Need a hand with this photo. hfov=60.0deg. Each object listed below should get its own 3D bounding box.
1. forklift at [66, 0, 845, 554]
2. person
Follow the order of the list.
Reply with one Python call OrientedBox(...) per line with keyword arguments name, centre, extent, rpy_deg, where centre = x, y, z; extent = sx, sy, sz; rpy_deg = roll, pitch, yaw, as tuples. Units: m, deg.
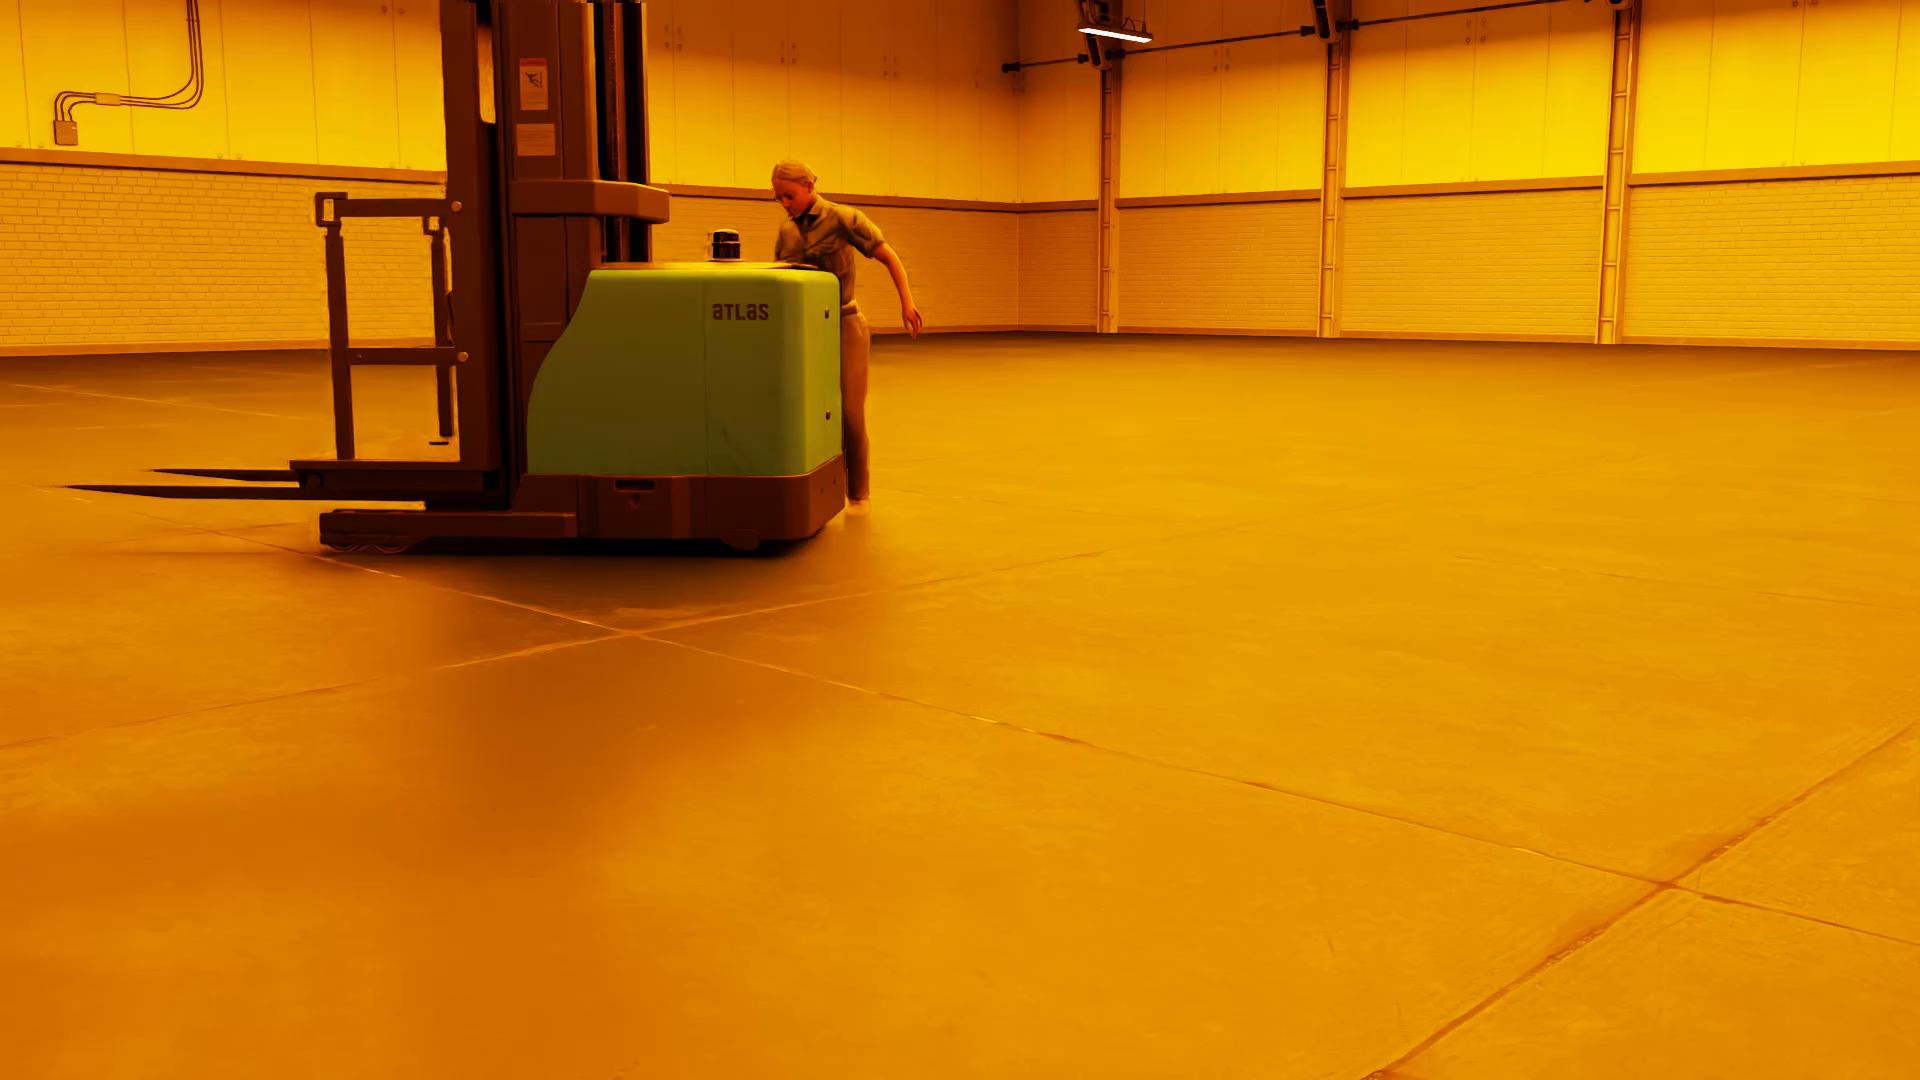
OrientedBox(name="forklift", centre=(-2.041, -1.474, 6.661), extent=(3.031, 2.935, 1.130), rpy_deg=(1, 9, 5))
OrientedBox(name="person", centre=(-0.628, -0.876, 7.397), extent=(1.067, 1.592, 0.469), rpy_deg=(4, 9, 25))
